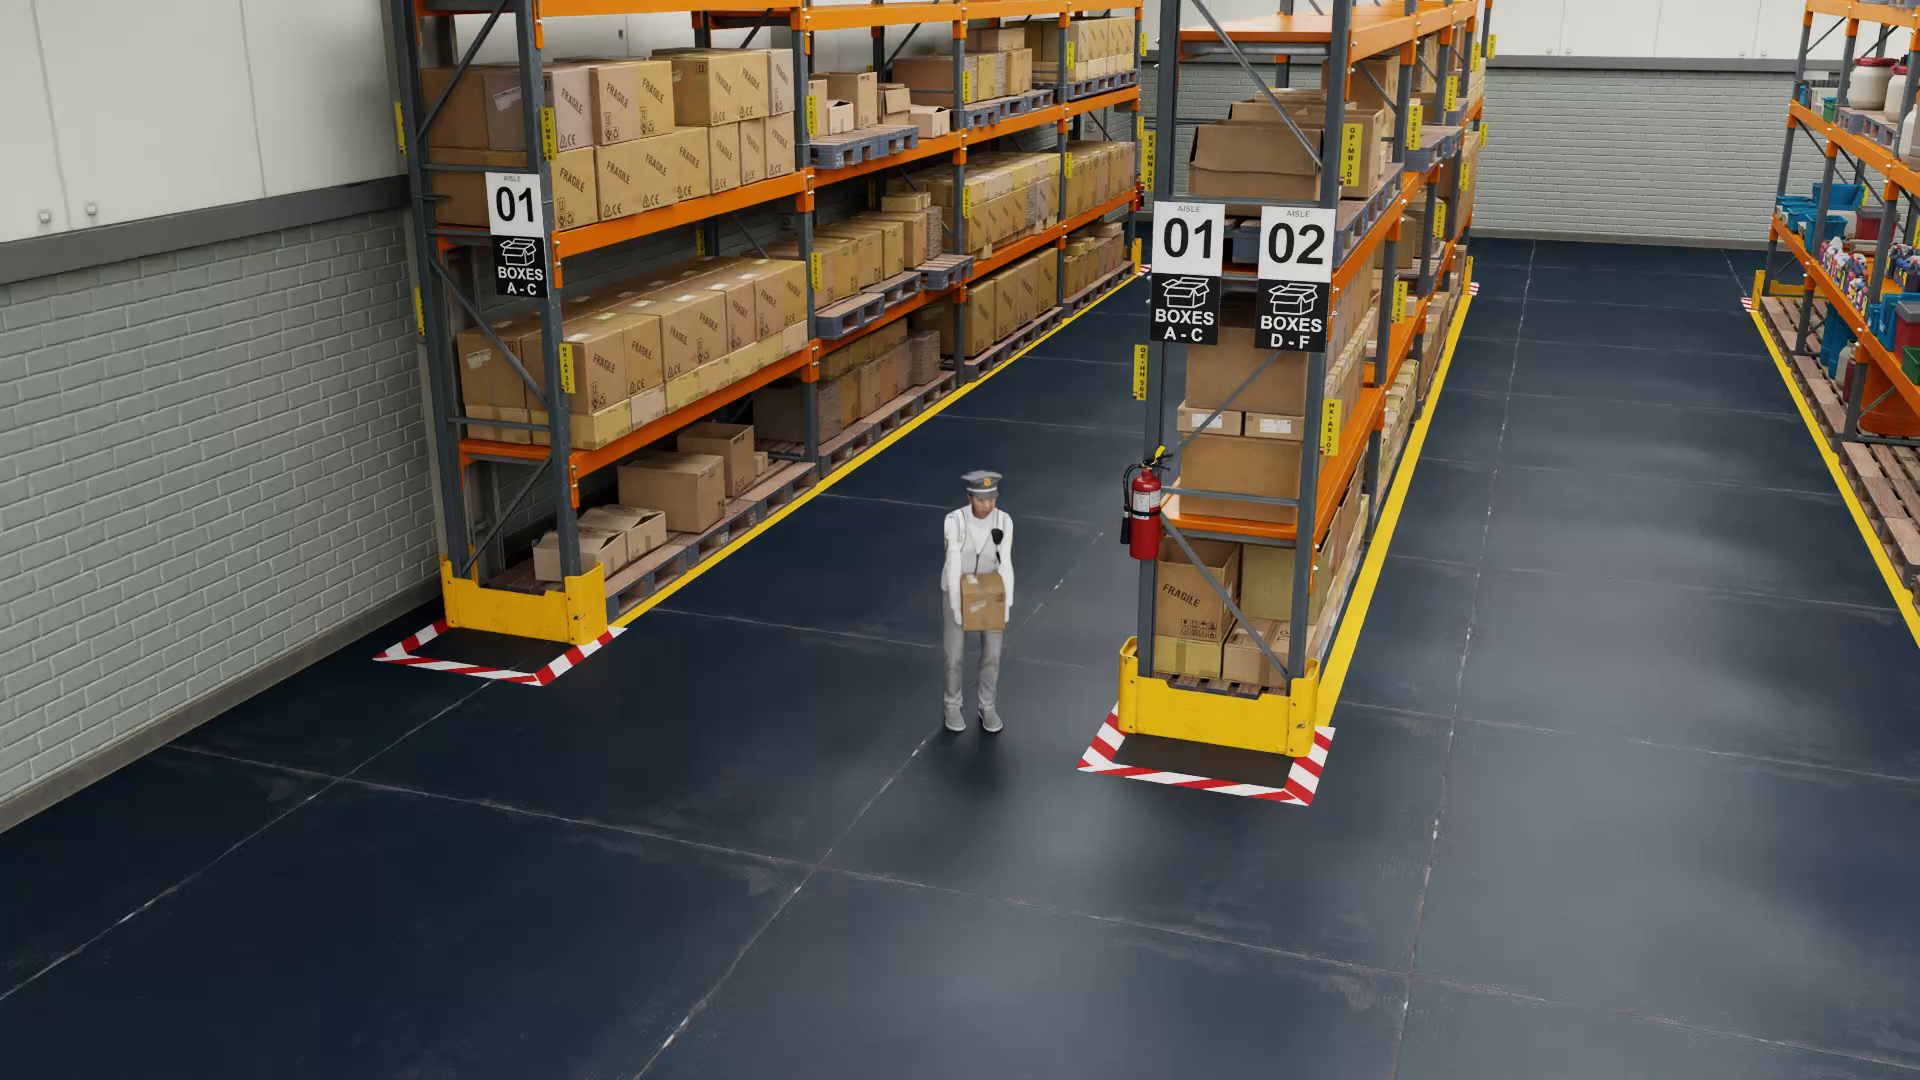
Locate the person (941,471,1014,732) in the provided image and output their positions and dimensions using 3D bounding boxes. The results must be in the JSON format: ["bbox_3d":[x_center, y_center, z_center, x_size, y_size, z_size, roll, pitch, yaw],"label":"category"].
[{"bbox_3d":[0.113,0.371,10.011,0.418,1.647,0.561,-4,19,-11],"label":"person"}]
